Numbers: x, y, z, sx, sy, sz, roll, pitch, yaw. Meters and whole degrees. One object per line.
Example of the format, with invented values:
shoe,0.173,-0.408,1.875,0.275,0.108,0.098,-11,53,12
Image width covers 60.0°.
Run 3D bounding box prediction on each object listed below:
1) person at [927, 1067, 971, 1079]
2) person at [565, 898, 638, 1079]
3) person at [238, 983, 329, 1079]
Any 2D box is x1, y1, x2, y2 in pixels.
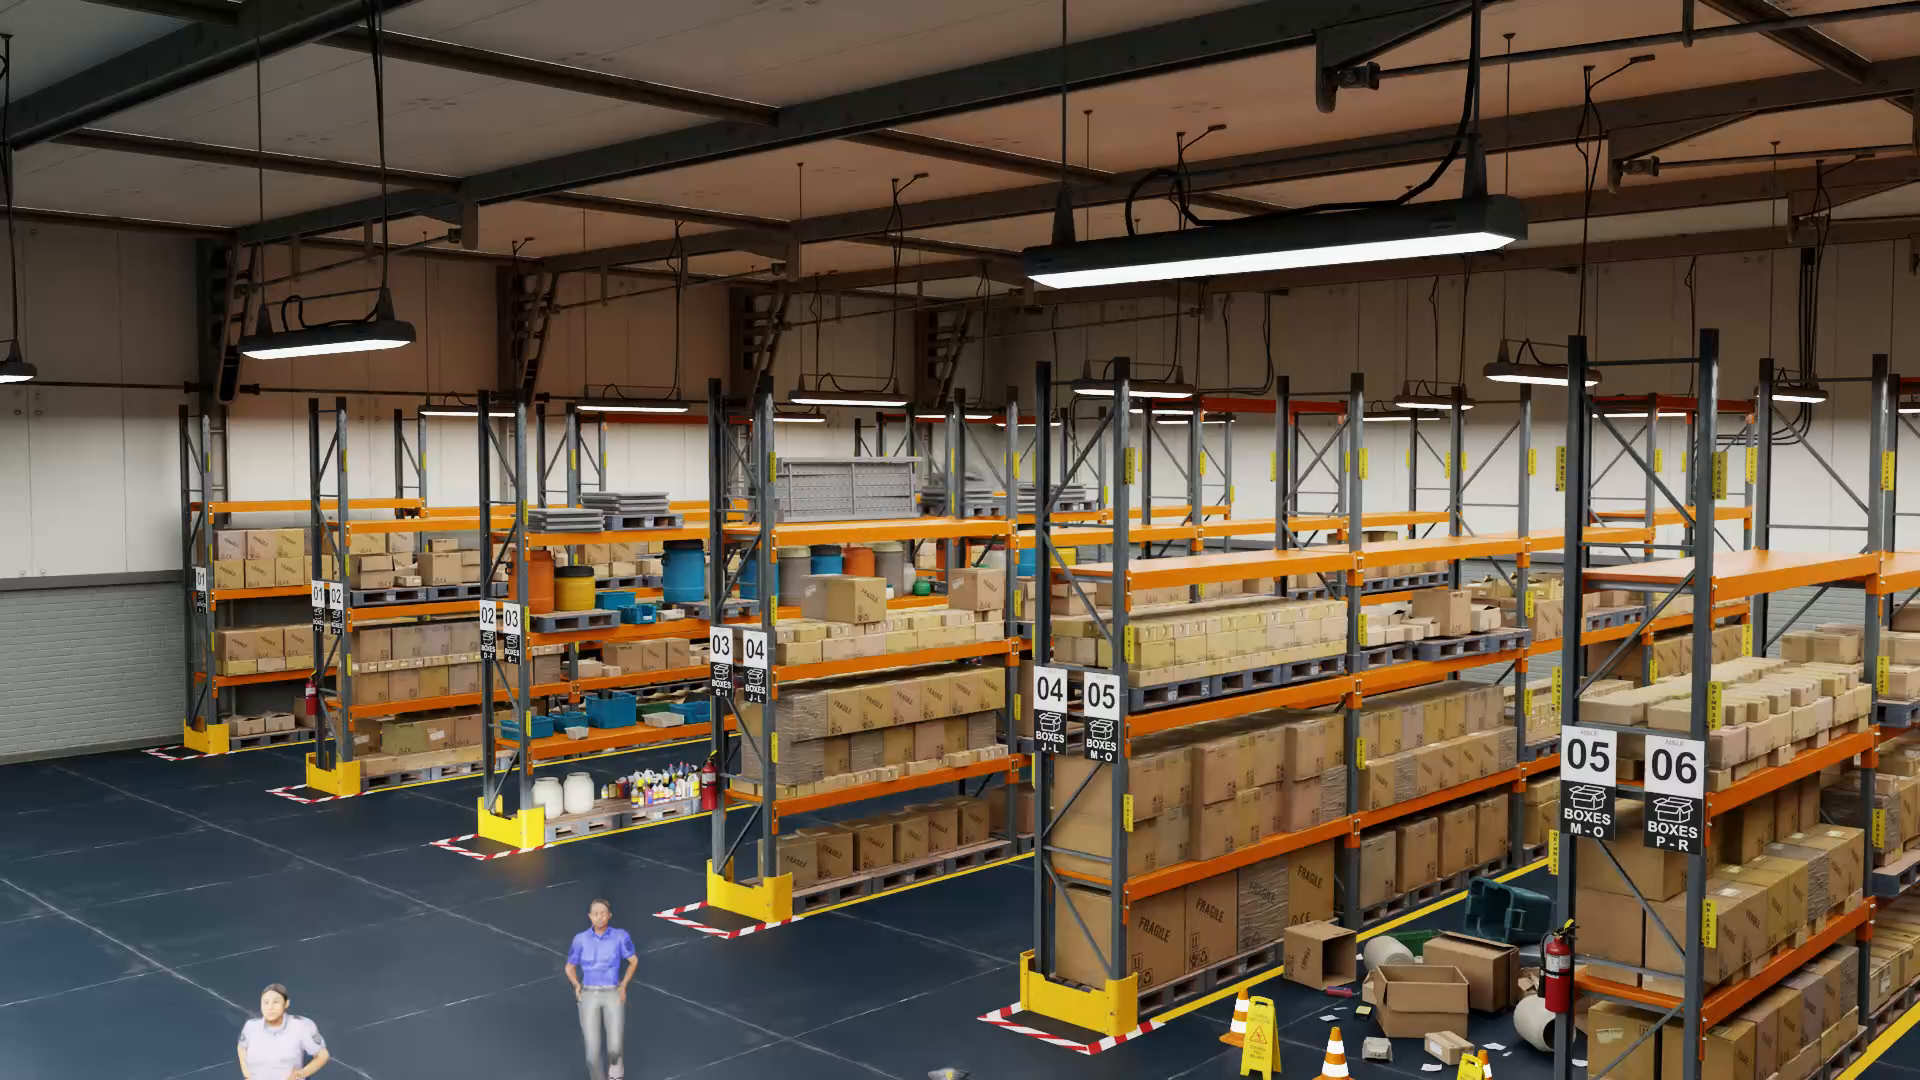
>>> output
person,-0.076,3.823,9.380,0.584,1.756,0.742,0,3,-7
person,-2.859,3.659,13.246,0.572,1.605,0.578,0,3,-9
person,-4.492,3.762,11.038,0.596,1.700,0.728,-1,3,-14
